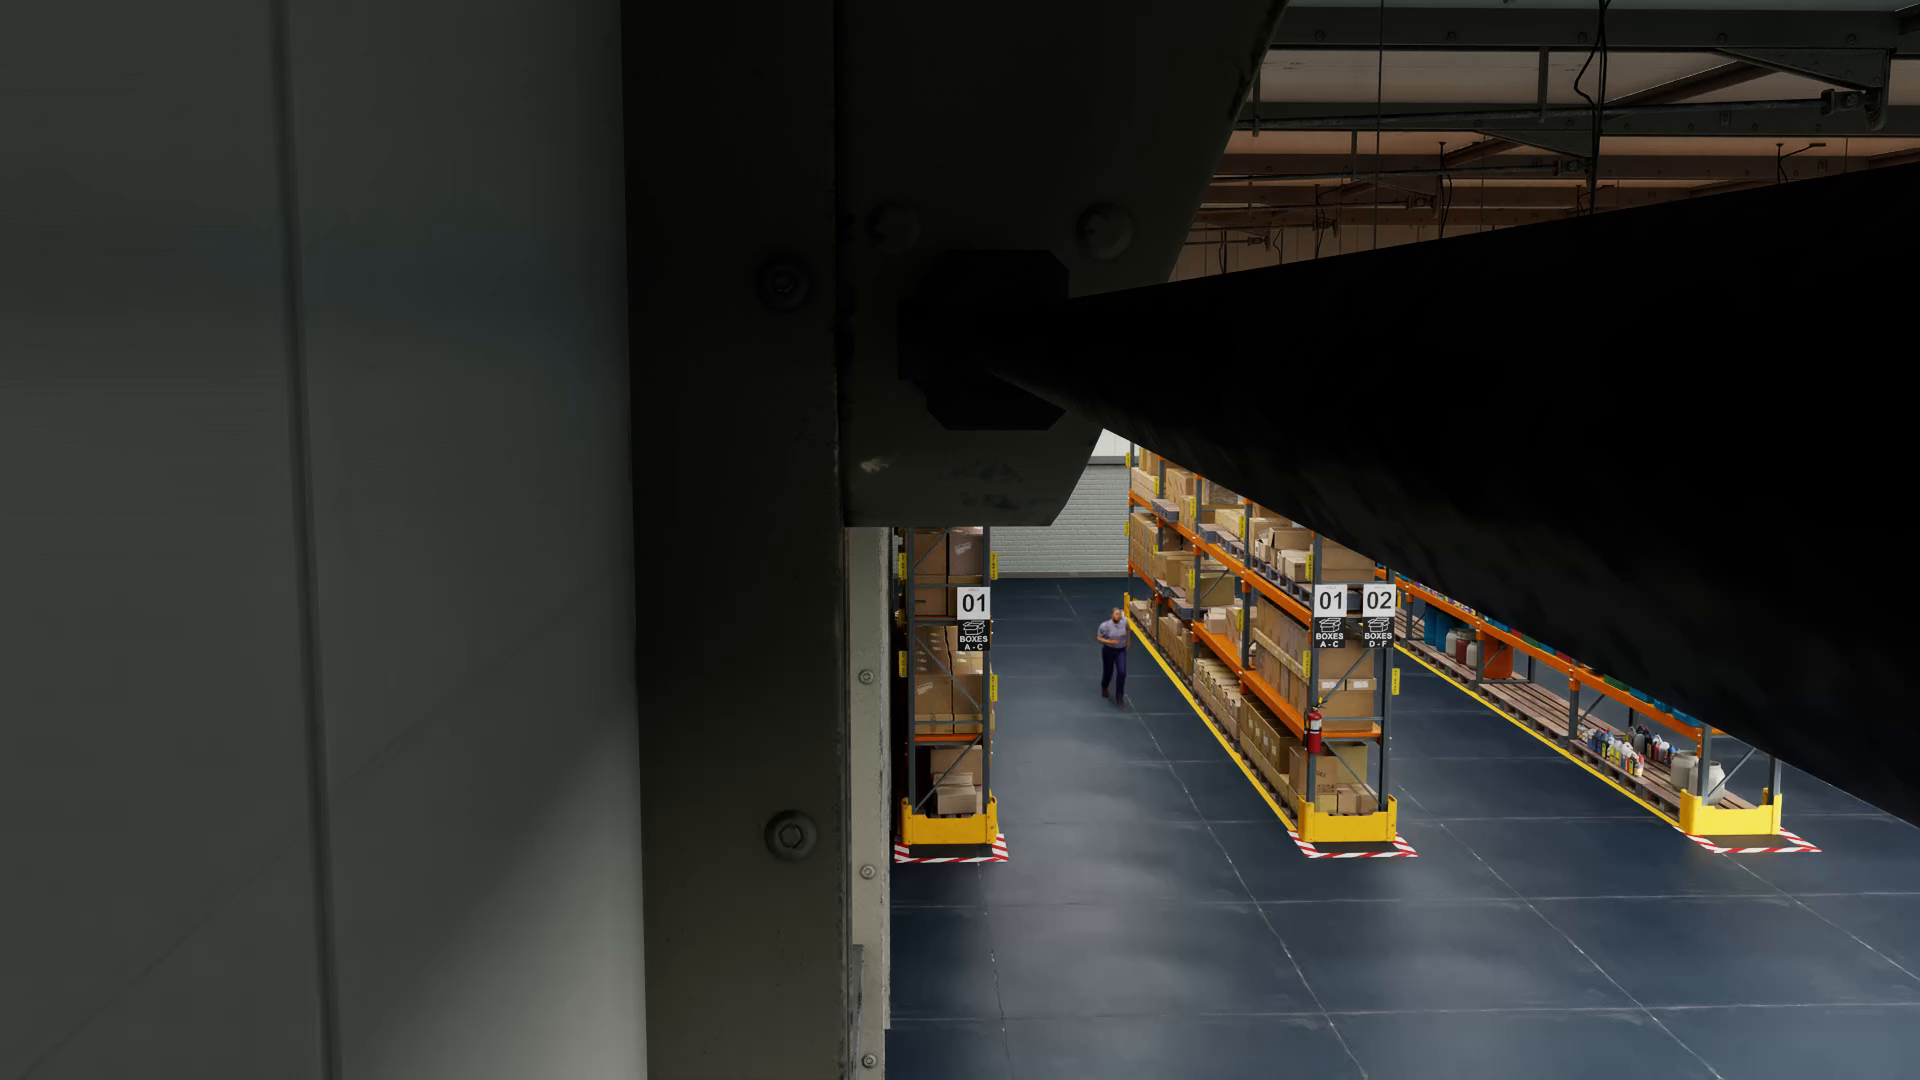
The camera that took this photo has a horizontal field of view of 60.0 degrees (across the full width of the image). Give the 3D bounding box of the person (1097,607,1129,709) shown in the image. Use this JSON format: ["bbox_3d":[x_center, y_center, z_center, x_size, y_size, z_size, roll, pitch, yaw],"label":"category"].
[{"bbox_3d":[2.587,1.946,28.019,0.627,1.685,0.920,-2,8,-13],"label":"person"}]
